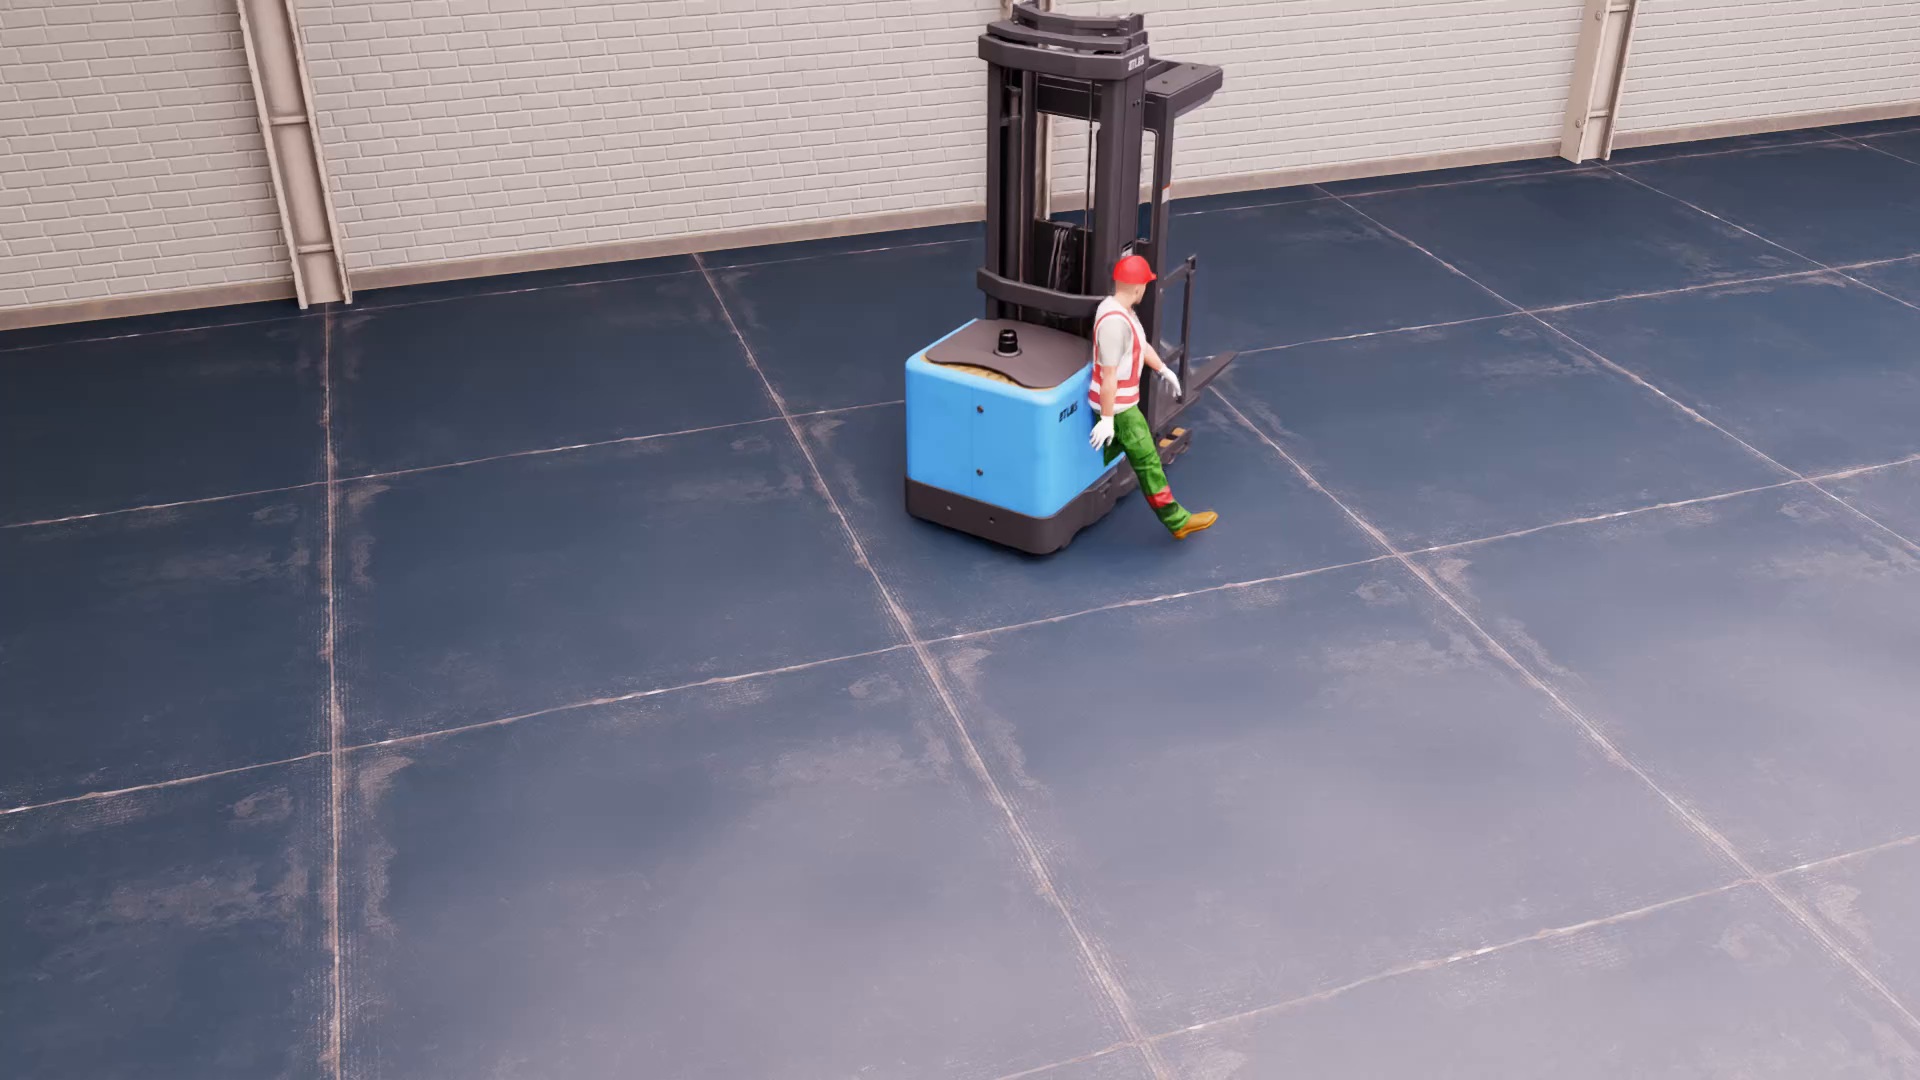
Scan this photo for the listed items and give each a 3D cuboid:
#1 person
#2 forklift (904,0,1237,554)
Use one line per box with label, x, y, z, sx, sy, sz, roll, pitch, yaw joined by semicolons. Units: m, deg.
person;1.051;-0.782;9.698;0.980;1.757;0.720;1;30;2
forklift;0.884;-1.881;10.356;1.130;2.935;3.031;18;34;28
